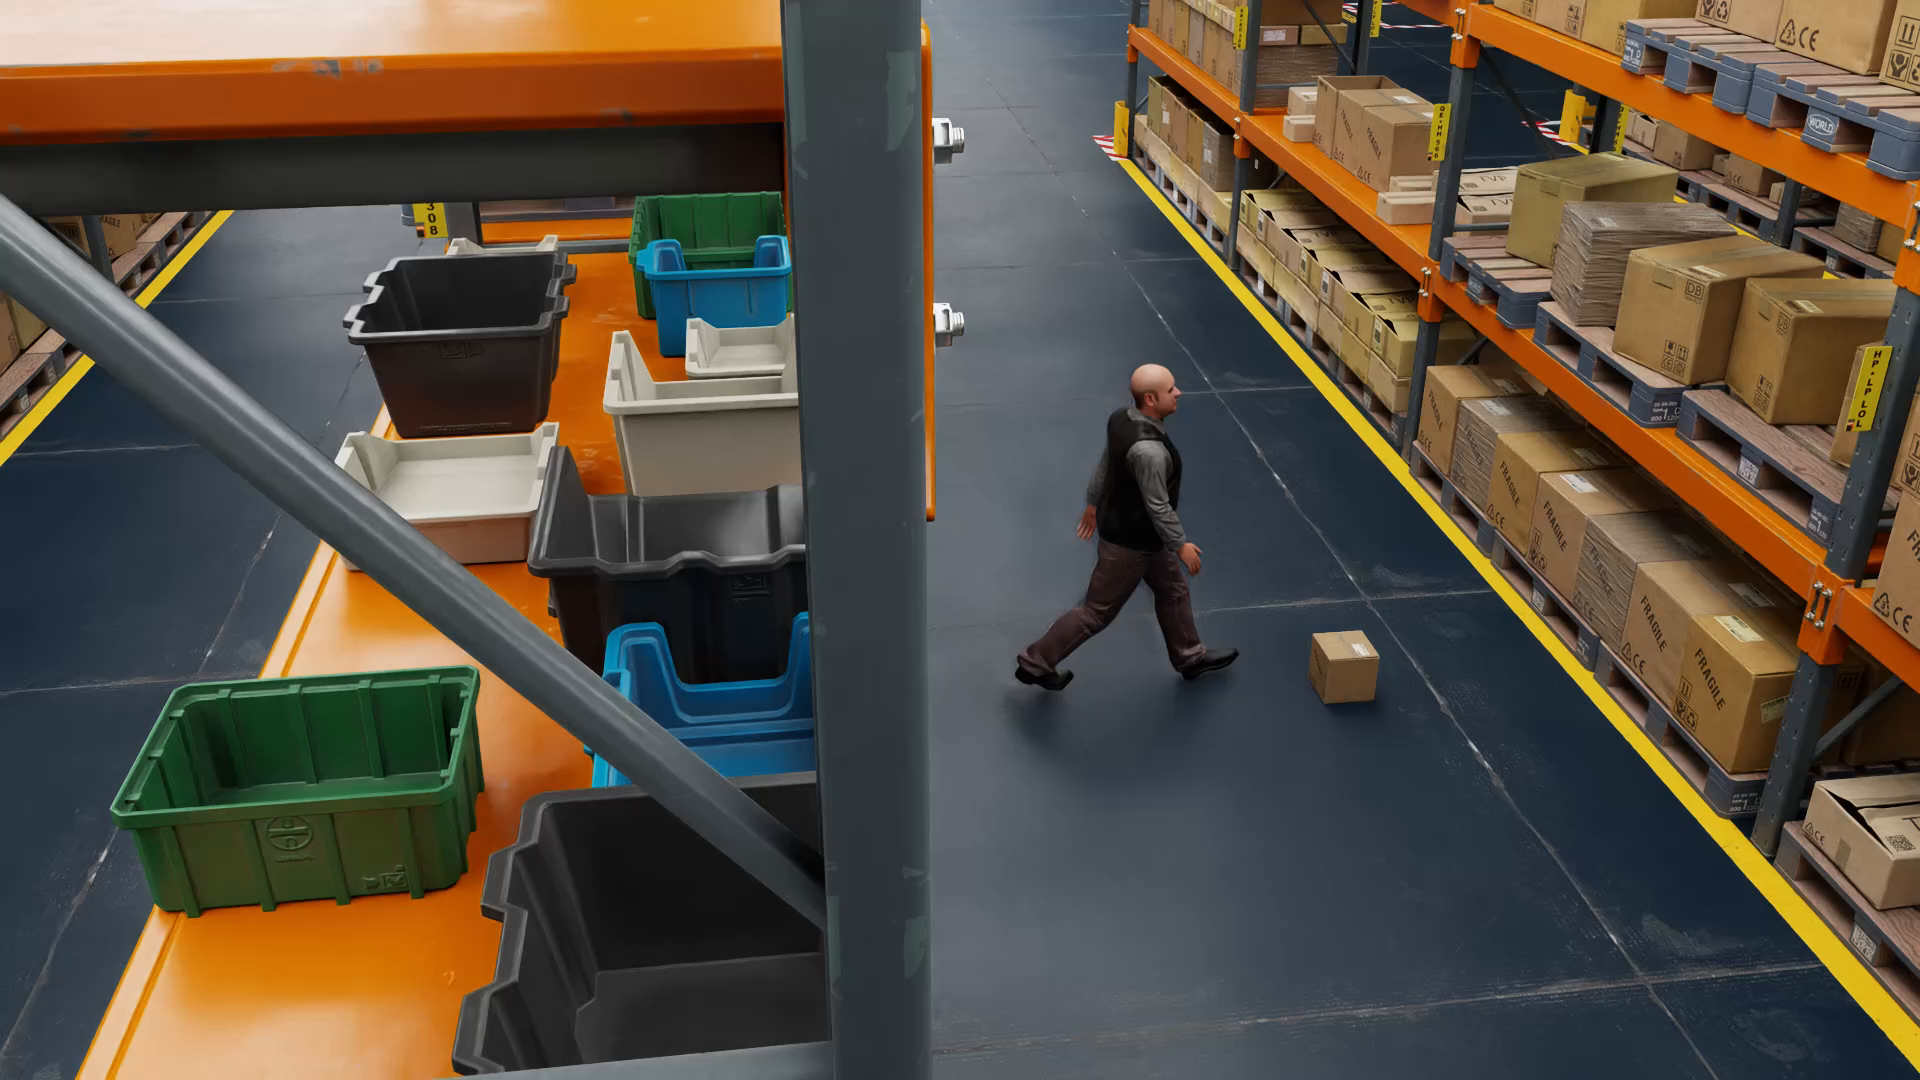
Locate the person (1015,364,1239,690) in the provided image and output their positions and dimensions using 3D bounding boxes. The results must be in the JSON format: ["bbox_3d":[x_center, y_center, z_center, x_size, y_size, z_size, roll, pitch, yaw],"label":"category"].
[{"bbox_3d":[0.817,-0.027,7.735,1.103,1.669,0.563,1,27,1],"label":"person"}]
